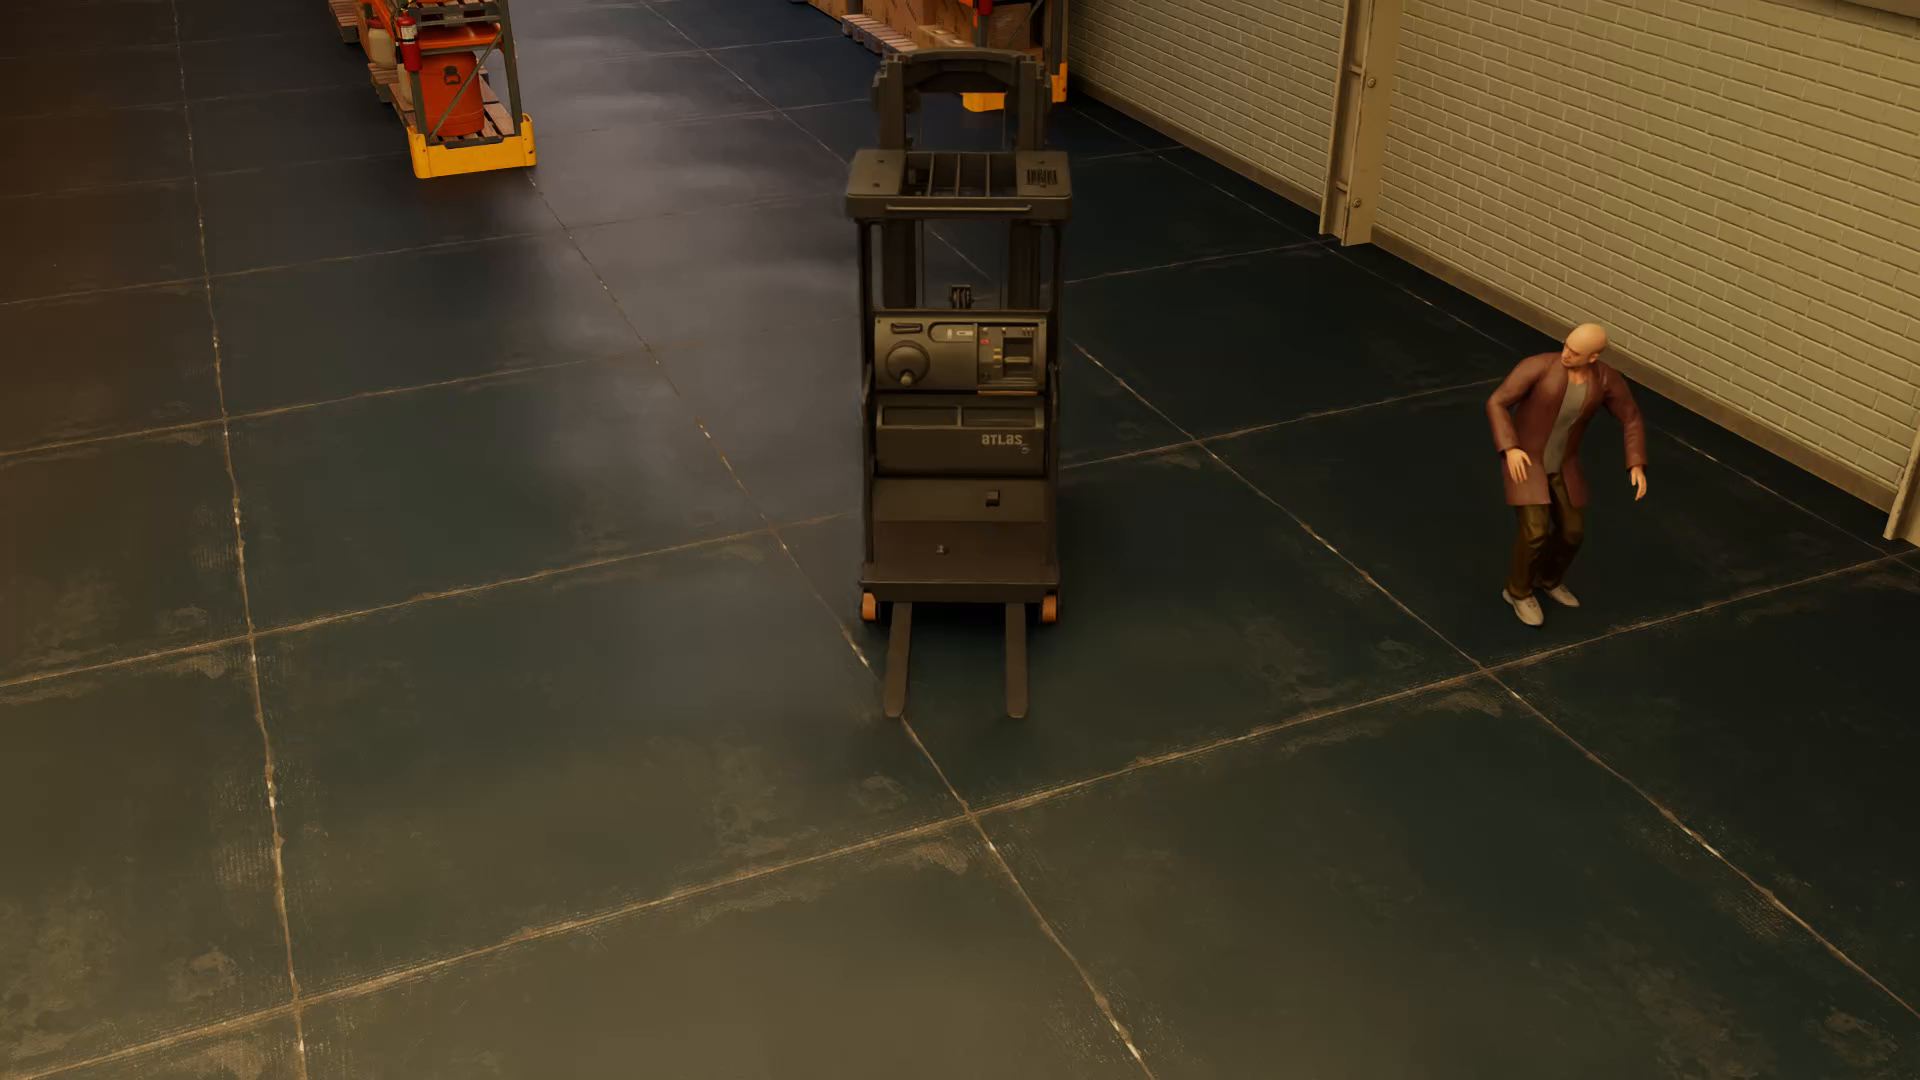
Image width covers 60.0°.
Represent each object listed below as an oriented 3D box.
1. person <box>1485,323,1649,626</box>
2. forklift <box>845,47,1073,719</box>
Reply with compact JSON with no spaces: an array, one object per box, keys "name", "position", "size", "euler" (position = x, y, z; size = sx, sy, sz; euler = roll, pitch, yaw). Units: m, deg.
[{"name":"person","position":[3.260,-0.345,8.998],"size":[0.829,1.736,0.644],"euler":[-4,30,-7]},{"name":"forklift","position":[0.002,-0.967,8.811],"size":[1.130,2.935,3.031],"euler":[0,30,1]}]
